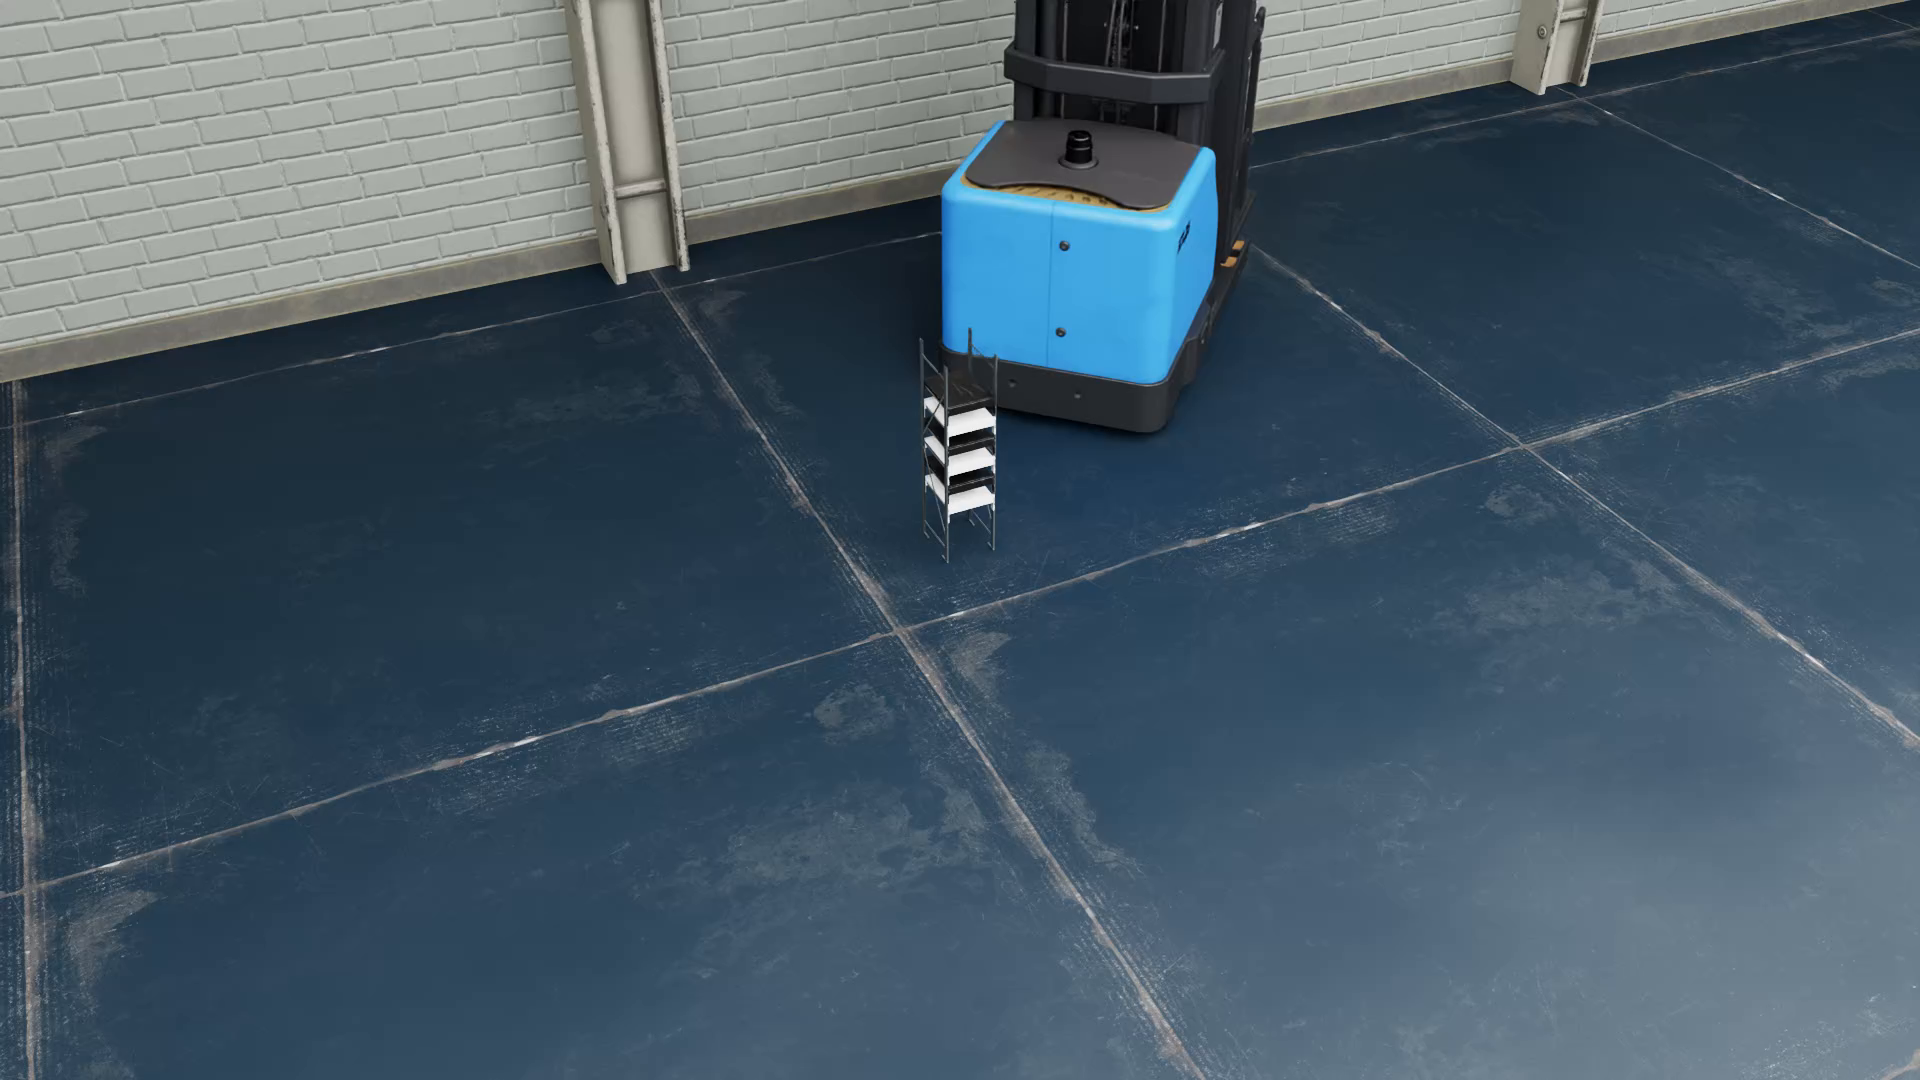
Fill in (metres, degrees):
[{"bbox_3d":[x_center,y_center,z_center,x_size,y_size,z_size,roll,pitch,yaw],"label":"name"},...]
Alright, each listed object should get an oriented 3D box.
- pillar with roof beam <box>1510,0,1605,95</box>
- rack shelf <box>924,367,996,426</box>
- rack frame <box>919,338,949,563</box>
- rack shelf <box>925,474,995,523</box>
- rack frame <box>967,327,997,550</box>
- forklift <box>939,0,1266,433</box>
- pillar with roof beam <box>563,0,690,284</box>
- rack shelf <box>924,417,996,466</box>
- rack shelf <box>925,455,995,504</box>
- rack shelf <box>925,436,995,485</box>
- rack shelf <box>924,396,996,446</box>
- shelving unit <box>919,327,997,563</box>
[{"bbox_3d":[5.615,-4.251,4.928,0.400,9.000,9.100,-16,39,-20],"label":"pillar with roof beam"},{"bbox_3d":[-0.007,-0.549,6.338,0.200,0.077,0.258,-16,39,-20],"label":"rack shelf"},{"bbox_3d":[-0.099,-0.334,6.444,0.006,0.900,0.240,-16,39,-20],"label":"rack frame"},{"bbox_3d":[-0.007,-0.188,6.606,0.200,0.077,0.258,-16,39,-20],"label":"rack shelf"},{"bbox_3d":[0.085,-0.385,6.514,0.006,0.900,0.240,-16,39,-20],"label":"rack frame"},{"bbox_3d":[0.865,-2.525,7.694,1.130,2.935,3.031,12,38,15],"label":"forklift"},{"bbox_3d":[0.184,-2.733,2.881,0.400,9.000,9.100,-16,39,-20],"label":"pillar with roof beam"},{"bbox_3d":[-0.007,-0.405,6.445,0.200,0.077,0.258,-16,39,-20],"label":"rack shelf"},{"bbox_3d":[-0.007,-0.260,6.553,0.200,0.077,0.258,-16,39,-20],"label":"rack shelf"},{"bbox_3d":[-0.007,-0.333,6.499,0.200,0.077,0.258,-16,39,-20],"label":"rack shelf"},{"bbox_3d":[-0.007,-0.477,6.392,0.200,0.077,0.258,-16,39,-20],"label":"rack shelf"},{"bbox_3d":[-0.007,-0.359,6.479,0.210,0.900,0.258,-16,39,-20],"label":"shelving unit"}]
